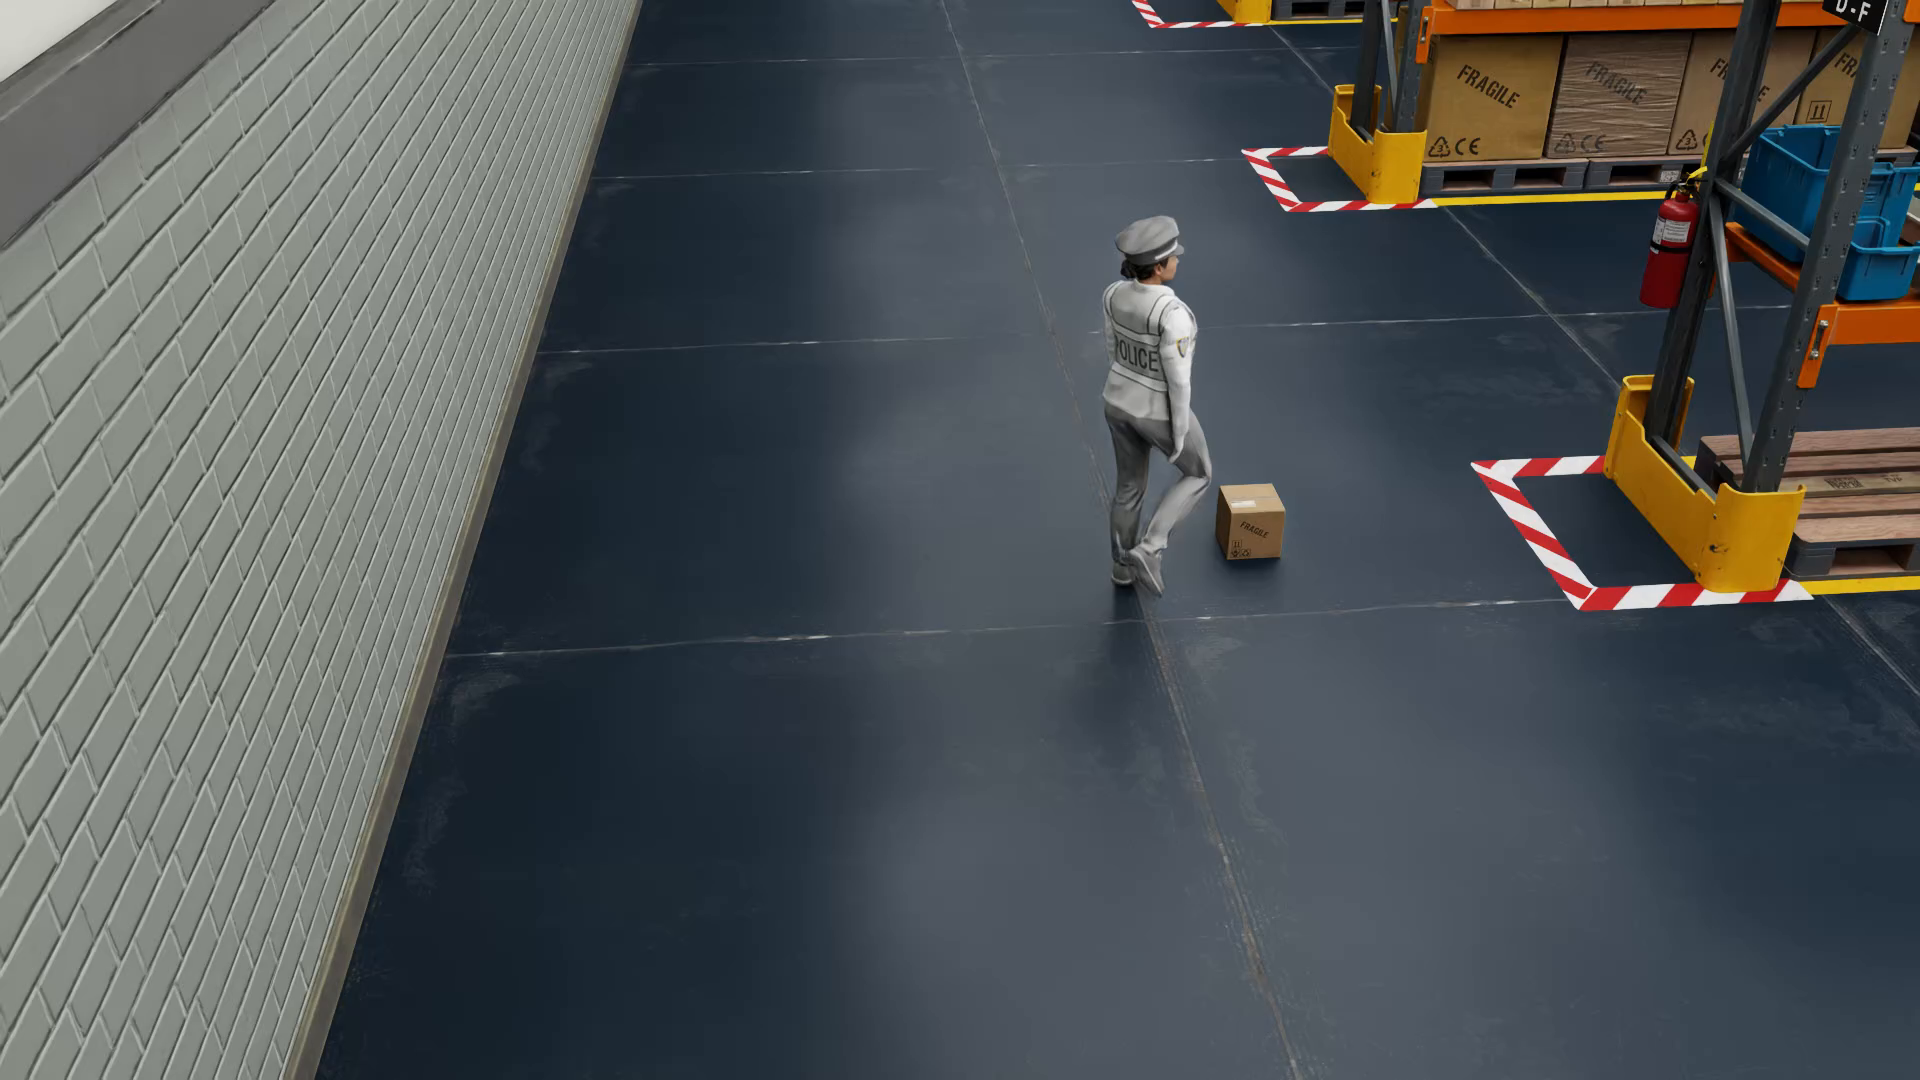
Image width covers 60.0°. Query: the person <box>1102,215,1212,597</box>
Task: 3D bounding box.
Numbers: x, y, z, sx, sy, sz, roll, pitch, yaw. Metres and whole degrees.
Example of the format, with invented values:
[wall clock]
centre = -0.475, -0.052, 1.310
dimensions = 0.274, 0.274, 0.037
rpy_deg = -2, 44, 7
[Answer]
[person]
centre = 0.809, -0.555, 6.974
dimensions = 0.495, 1.678, 0.435
rpy_deg = 26, 40, 36
